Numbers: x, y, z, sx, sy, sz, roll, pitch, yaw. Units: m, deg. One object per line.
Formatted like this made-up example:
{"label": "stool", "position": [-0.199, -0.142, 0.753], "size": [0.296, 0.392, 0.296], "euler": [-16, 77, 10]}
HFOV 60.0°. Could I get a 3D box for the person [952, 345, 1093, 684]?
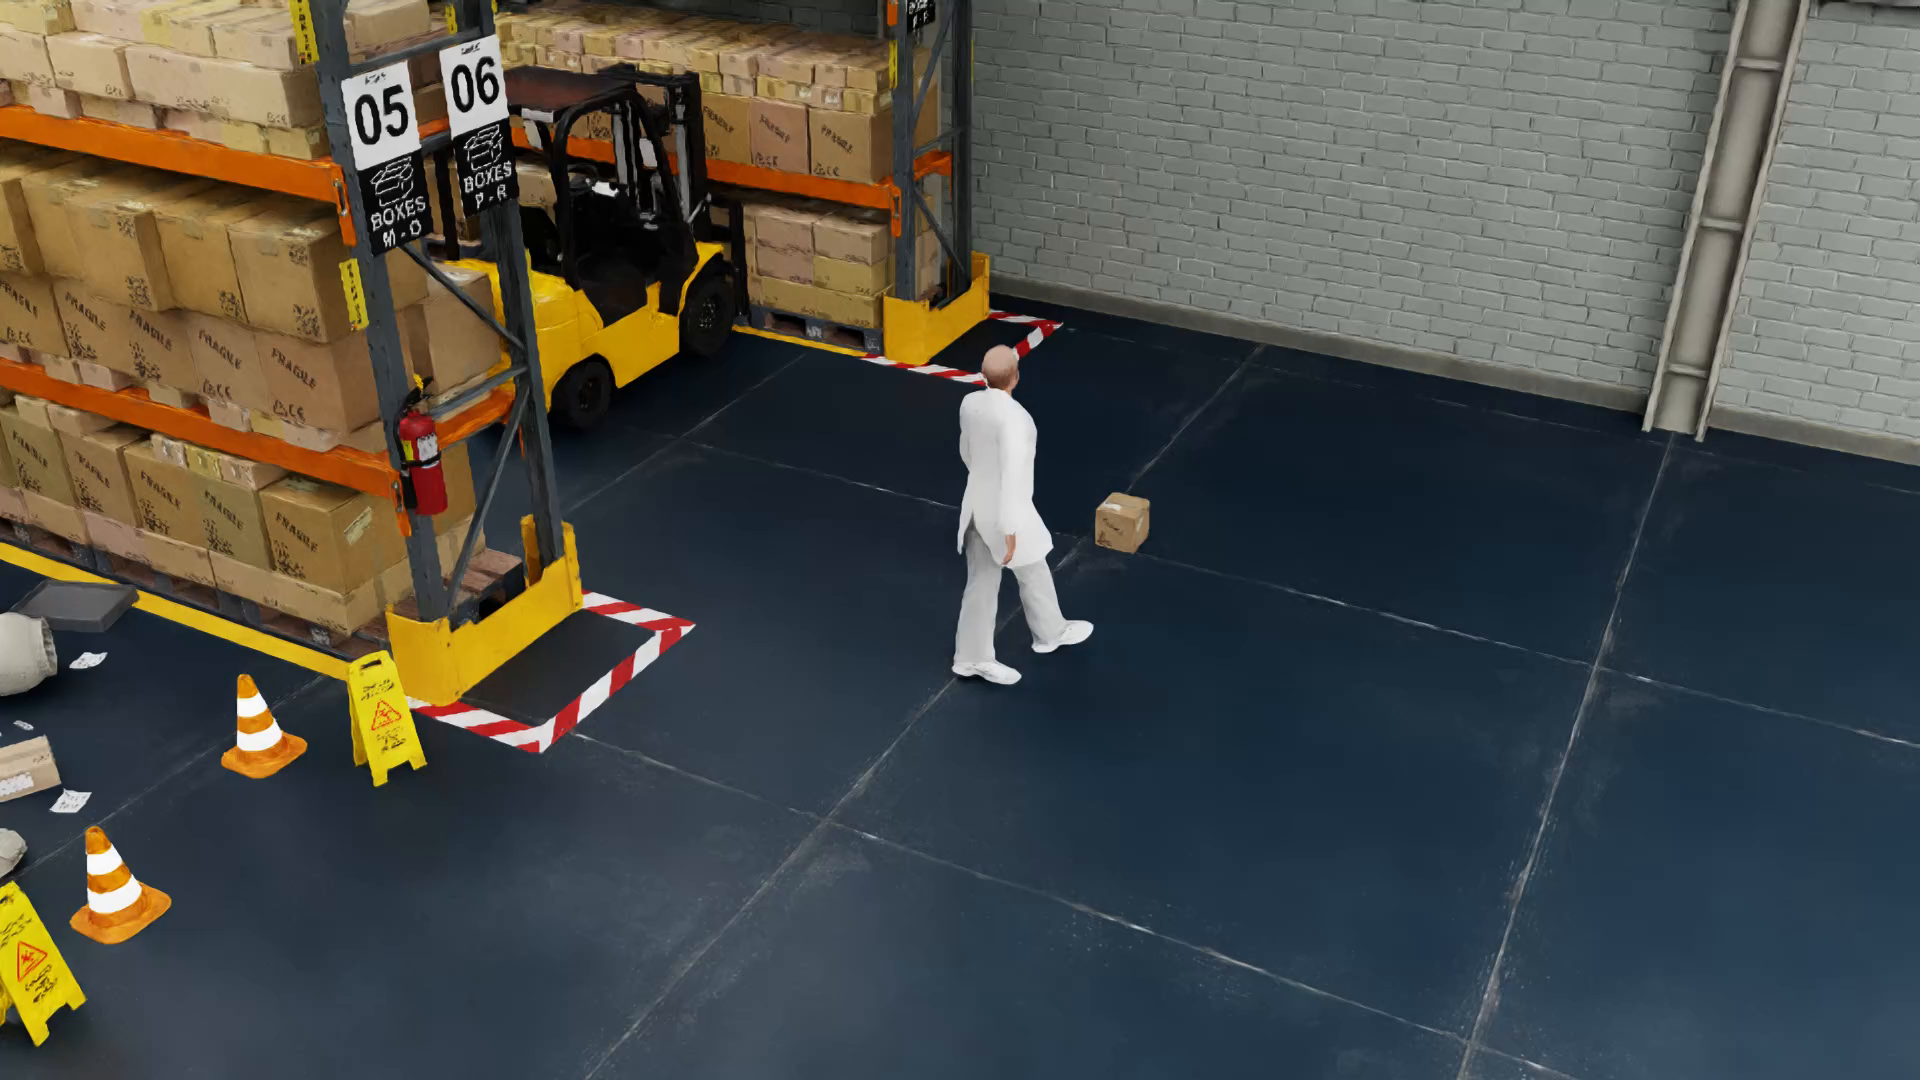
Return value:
{"label": "person", "position": [0.298, -0.165, 8.604], "size": [0.841, 1.755, 0.653], "euler": [-17, 34, -27]}
